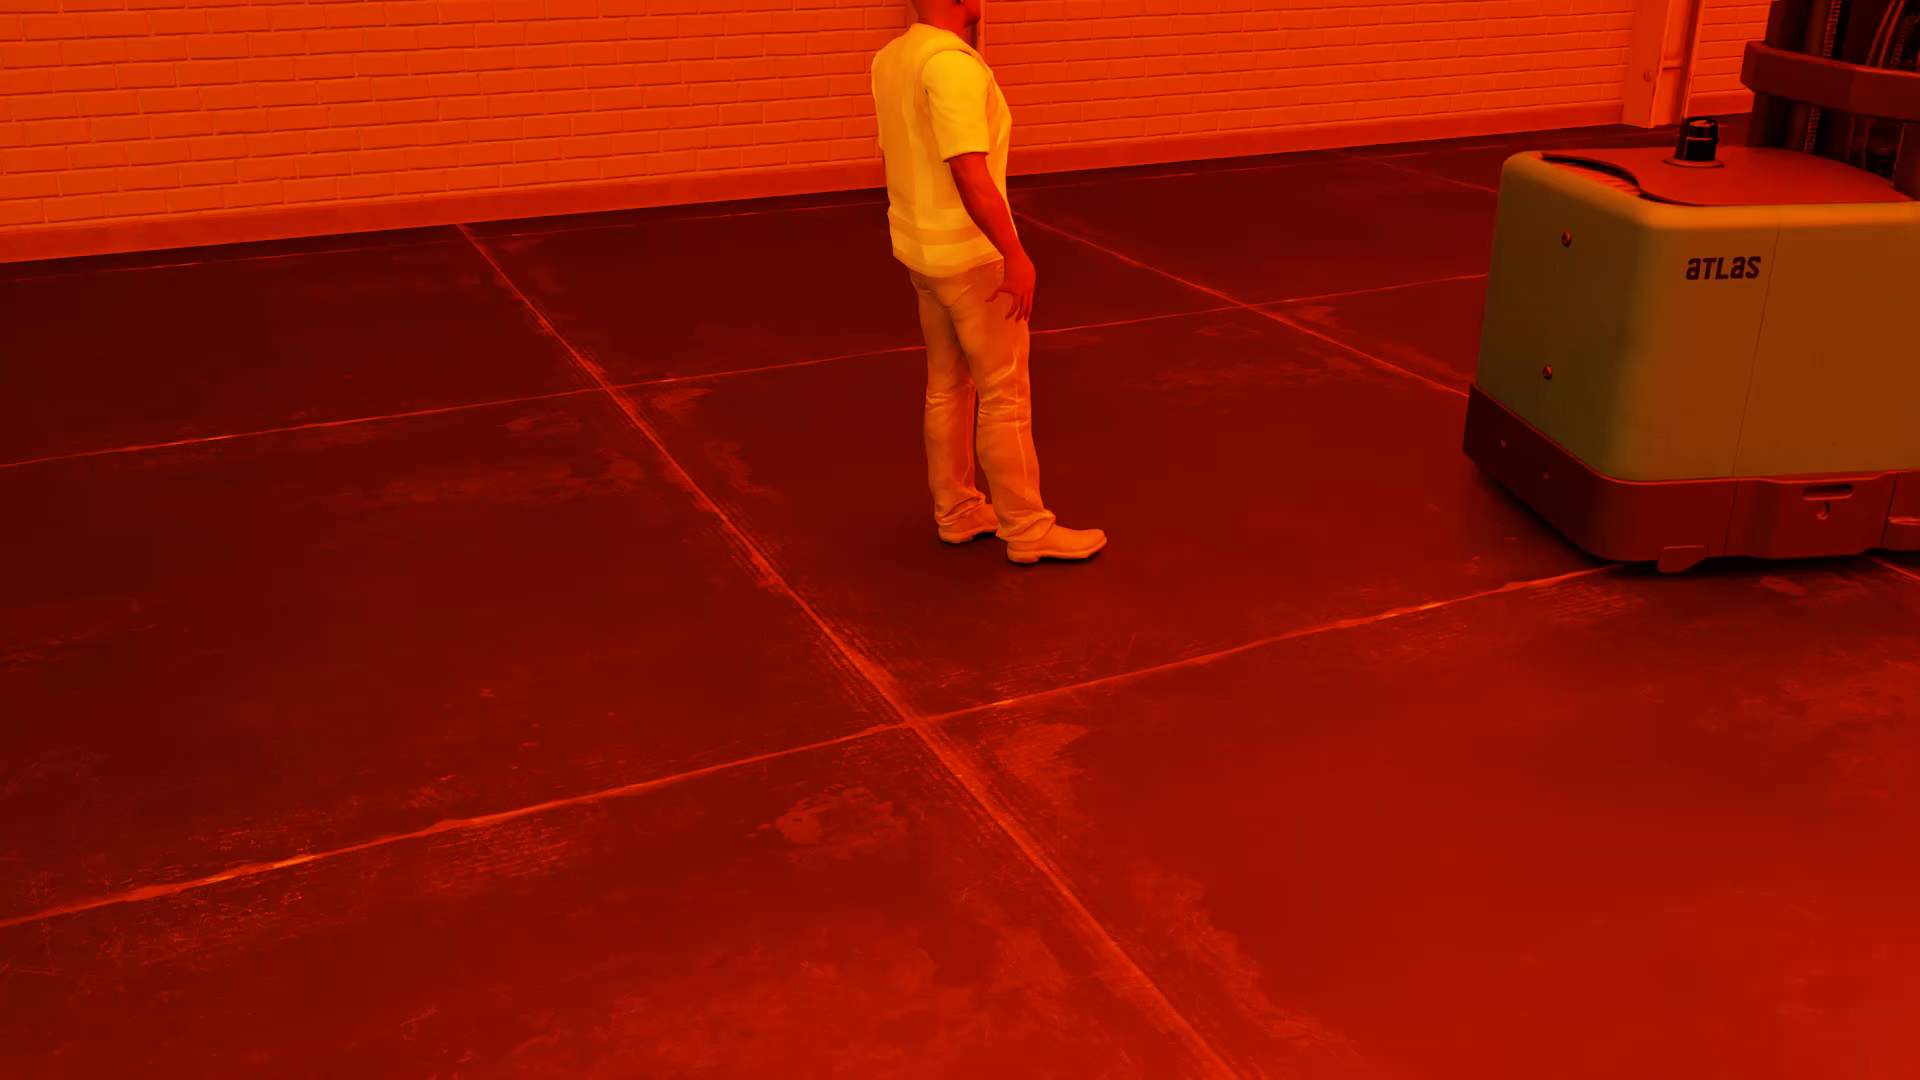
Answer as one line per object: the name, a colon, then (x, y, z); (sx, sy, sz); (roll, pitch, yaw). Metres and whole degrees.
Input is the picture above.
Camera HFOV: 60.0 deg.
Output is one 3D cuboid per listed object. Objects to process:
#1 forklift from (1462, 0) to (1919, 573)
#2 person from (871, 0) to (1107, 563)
forklift: (3.262, -1.493, 4.880); (3.031, 2.935, 1.130); (-3, 23, -7)
person: (0.066, -0.832, 4.788); (0.575, 1.768, 0.665); (-10, 25, -23)
